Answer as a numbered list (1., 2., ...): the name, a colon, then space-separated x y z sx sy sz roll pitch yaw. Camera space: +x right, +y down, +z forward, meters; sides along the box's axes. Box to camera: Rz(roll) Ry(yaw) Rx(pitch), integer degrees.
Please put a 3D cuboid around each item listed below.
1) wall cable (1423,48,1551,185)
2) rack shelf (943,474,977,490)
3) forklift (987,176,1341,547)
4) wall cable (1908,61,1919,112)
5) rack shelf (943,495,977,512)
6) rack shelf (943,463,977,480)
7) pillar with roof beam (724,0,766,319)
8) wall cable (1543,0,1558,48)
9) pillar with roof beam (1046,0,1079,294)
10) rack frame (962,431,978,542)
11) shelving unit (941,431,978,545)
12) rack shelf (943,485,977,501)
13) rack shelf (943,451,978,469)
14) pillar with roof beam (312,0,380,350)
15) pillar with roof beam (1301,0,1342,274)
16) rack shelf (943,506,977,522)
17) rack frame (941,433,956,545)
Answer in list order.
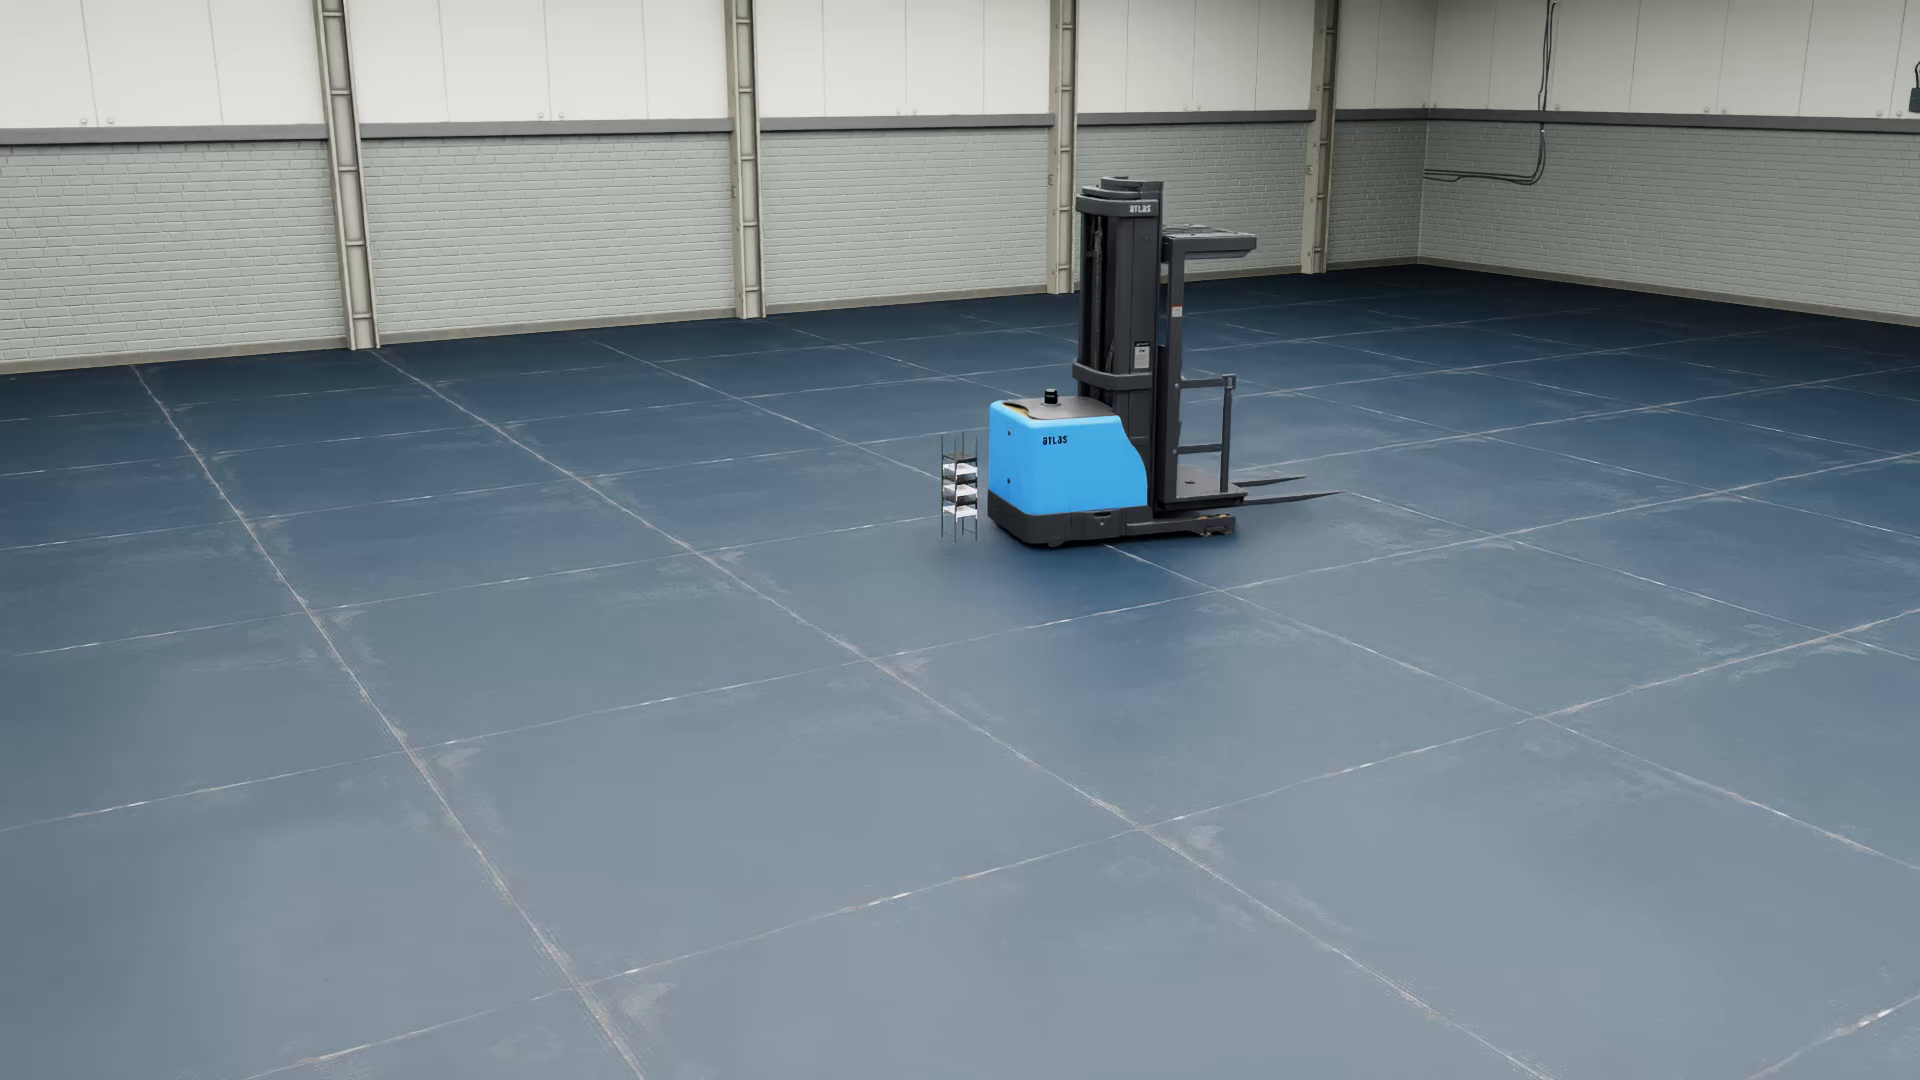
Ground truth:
1. wall cable: 10.134 -8.190 32.206 0.112 2.526 3.097 -9 18 -30
2. rack shelf: -0.007 -0.487 13.769 0.200 0.077 0.258 -9 18 -30
3. forklift: 1.812 -1.571 14.083 3.031 2.935 1.130 -5 17 -18
4. wall cable: 15.010 -9.124 23.484 0.169 6.003 2.305 -9 18 -30
5. rack shelf: -0.007 -0.313 13.818 0.200 0.077 0.258 -9 18 -30
6. rack shelf: -0.007 -0.573 13.745 0.200 0.077 0.258 -9 18 -30
7. pillar with roof beam: -1.141 -6.917 21.913 0.400 9.000 9.100 -9 18 -30
8. wall cable: 11.527 -9.995 29.291 0.112 2.526 3.097 -9 18 -30
9. pillar with roof beam: 4.002 -7.751 24.889 0.400 9.000 9.100 -9 18 -30
10. rack frame: 0.080 -0.446 13.835 0.006 0.900 0.240 -9 18 -30
11. shelving unit: -0.007 -0.432 13.784 0.210 0.900 0.258 -9 18 -30
12. rack shelf: -0.007 -0.400 13.793 0.200 0.077 0.258 -9 18 -30
13. rack shelf: -0.007 -0.660 13.720 0.200 0.077 0.258 -9 18 -30
14. pillar with roof beam: -6.284 -6.083 18.938 0.400 9.000 9.100 -9 18 -30
15. pillar with roof beam: 9.145 -8.585 27.864 0.400 9.000 9.100 -9 18 -30
16. rack shelf: -0.007 -0.227 13.842 0.200 0.077 0.258 -9 18 -30
17. rack frame: -0.094 -0.418 13.734 0.006 0.900 0.240 -9 18 -30
